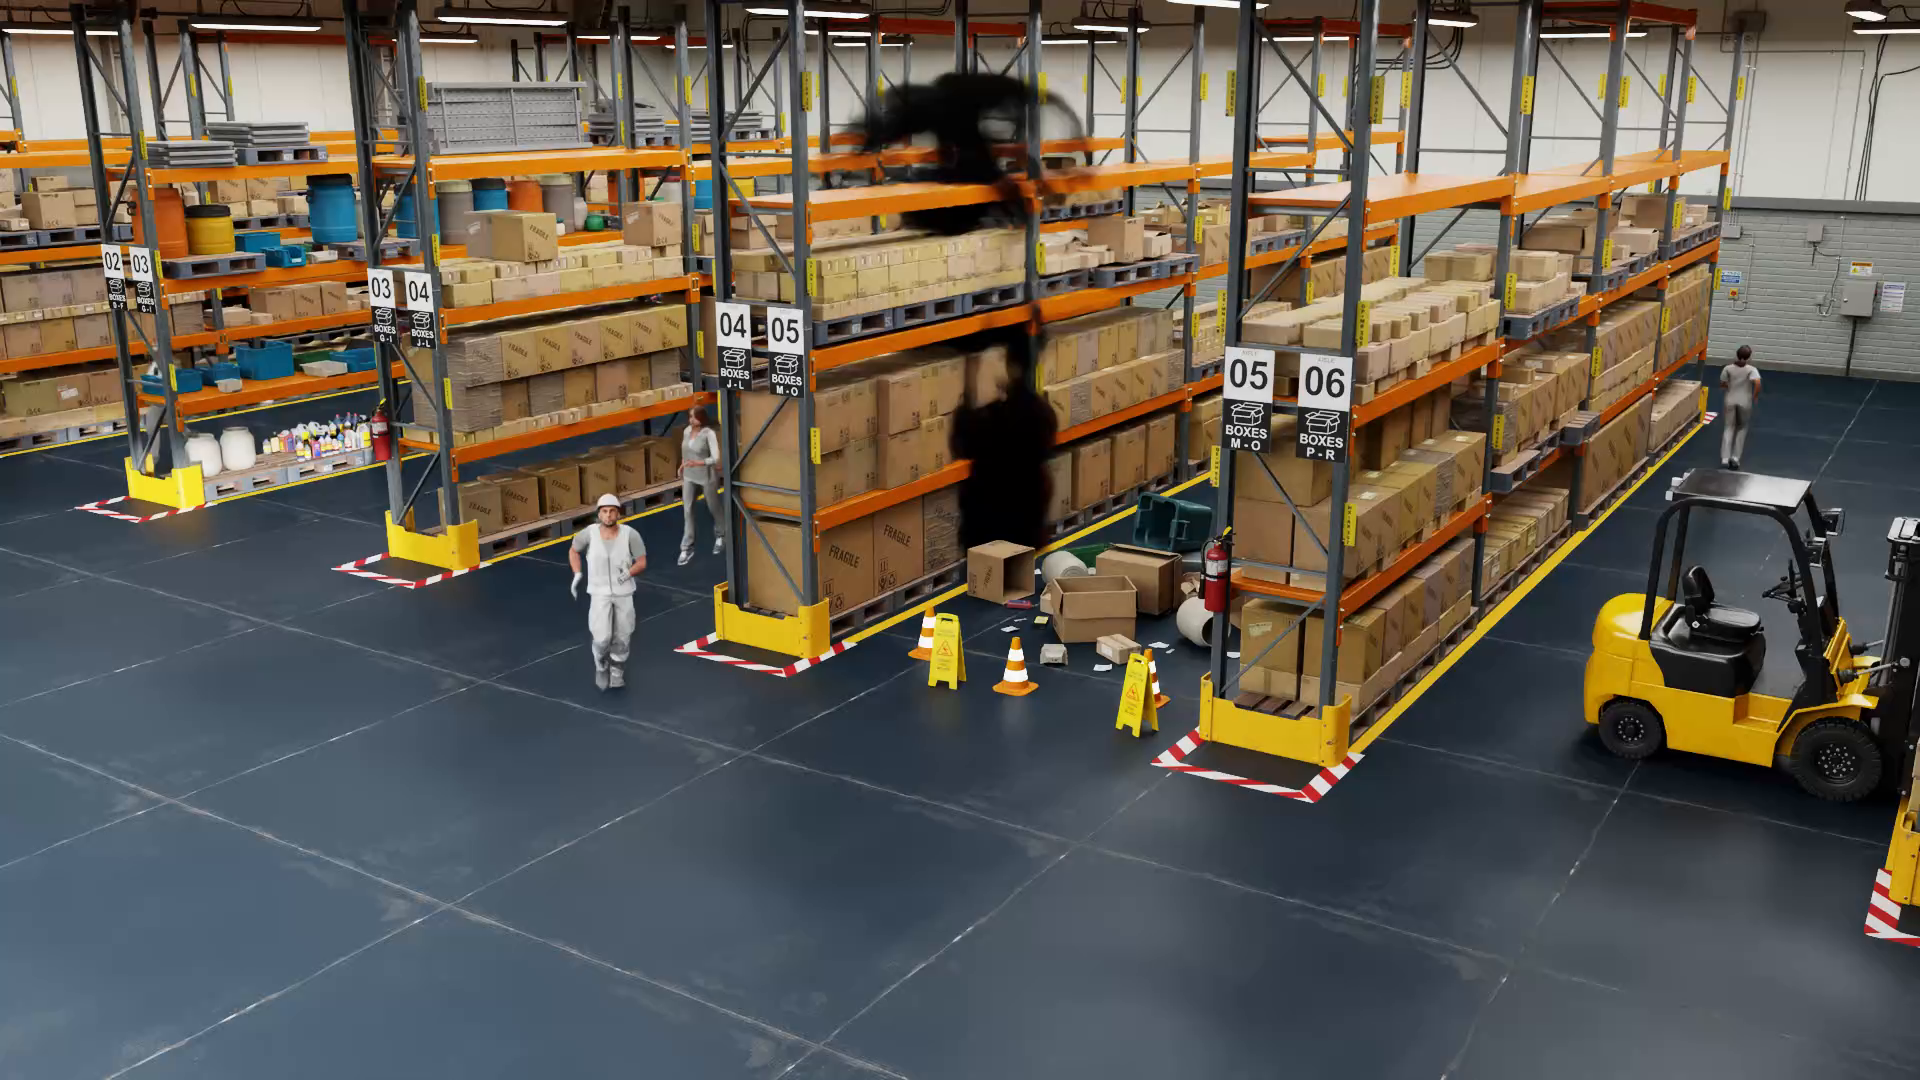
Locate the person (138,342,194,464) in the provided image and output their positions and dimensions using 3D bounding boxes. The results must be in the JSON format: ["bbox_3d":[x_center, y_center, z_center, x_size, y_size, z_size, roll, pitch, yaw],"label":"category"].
[{"bbox_3d":[-10.860,-1.870,22.715,0.580,1.706,0.913,9,18,30],"label":"person"}]

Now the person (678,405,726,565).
[{"bbox_3d":[-2.703,-0.599,17.239,0.541,1.624,0.804,6,17,21],"label":"person"}]

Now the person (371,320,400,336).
[{"bbox_3d":[-11.206,-4.532,32.284,0.700,1.762,0.881,7,17,22],"label":"person"}]

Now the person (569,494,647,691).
[{"bbox_3d":[-2.980,0.472,14.188,0.646,1.748,0.653,-4,16,-15],"label":"person"}]

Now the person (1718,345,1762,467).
[{"bbox_3d":[10.509,-1.778,22.485,0.550,1.720,0.729,8,18,28],"label":"person"}]
